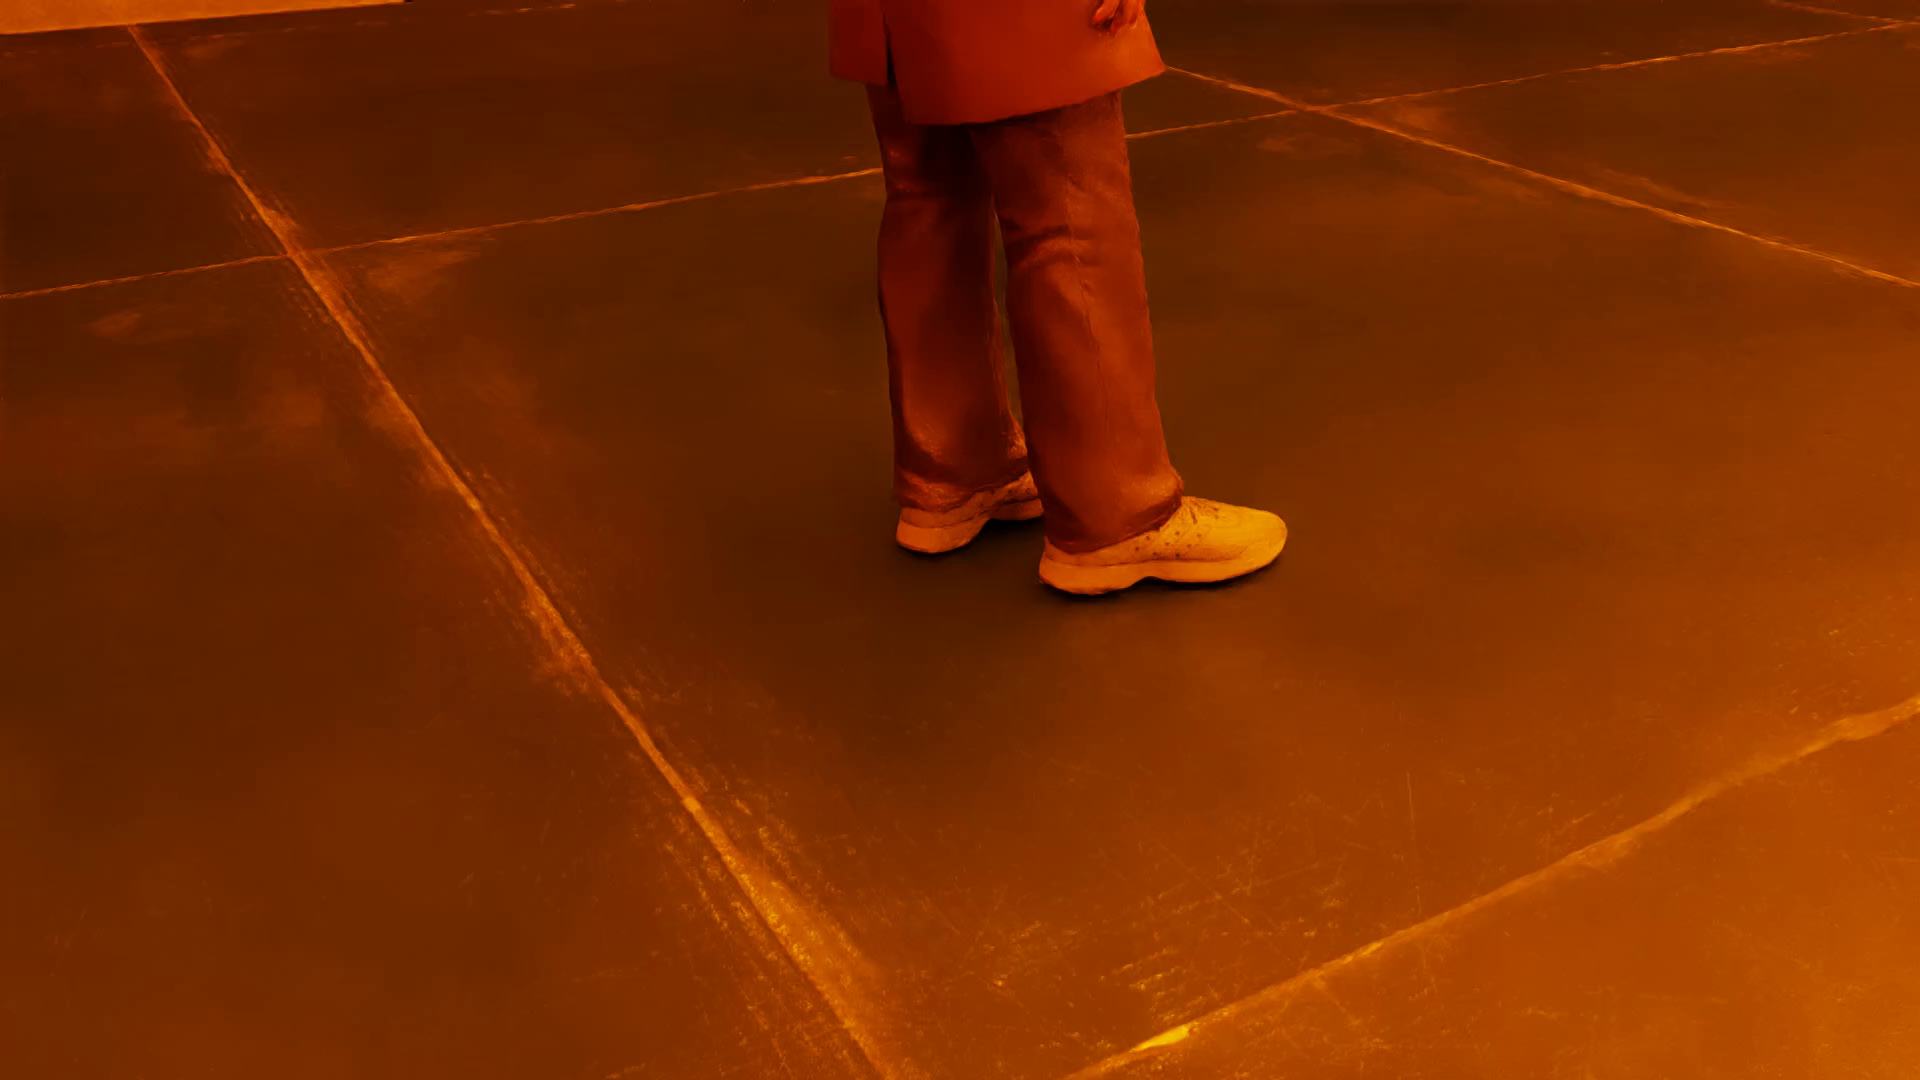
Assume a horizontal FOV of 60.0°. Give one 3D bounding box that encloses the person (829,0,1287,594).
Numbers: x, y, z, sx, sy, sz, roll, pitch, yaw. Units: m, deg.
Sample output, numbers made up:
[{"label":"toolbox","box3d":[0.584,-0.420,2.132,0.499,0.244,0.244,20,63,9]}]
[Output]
[{"label":"person","box3d":[0.081,-0.818,2.132,0.580,1.776,0.694,-15,30,-26]}]
